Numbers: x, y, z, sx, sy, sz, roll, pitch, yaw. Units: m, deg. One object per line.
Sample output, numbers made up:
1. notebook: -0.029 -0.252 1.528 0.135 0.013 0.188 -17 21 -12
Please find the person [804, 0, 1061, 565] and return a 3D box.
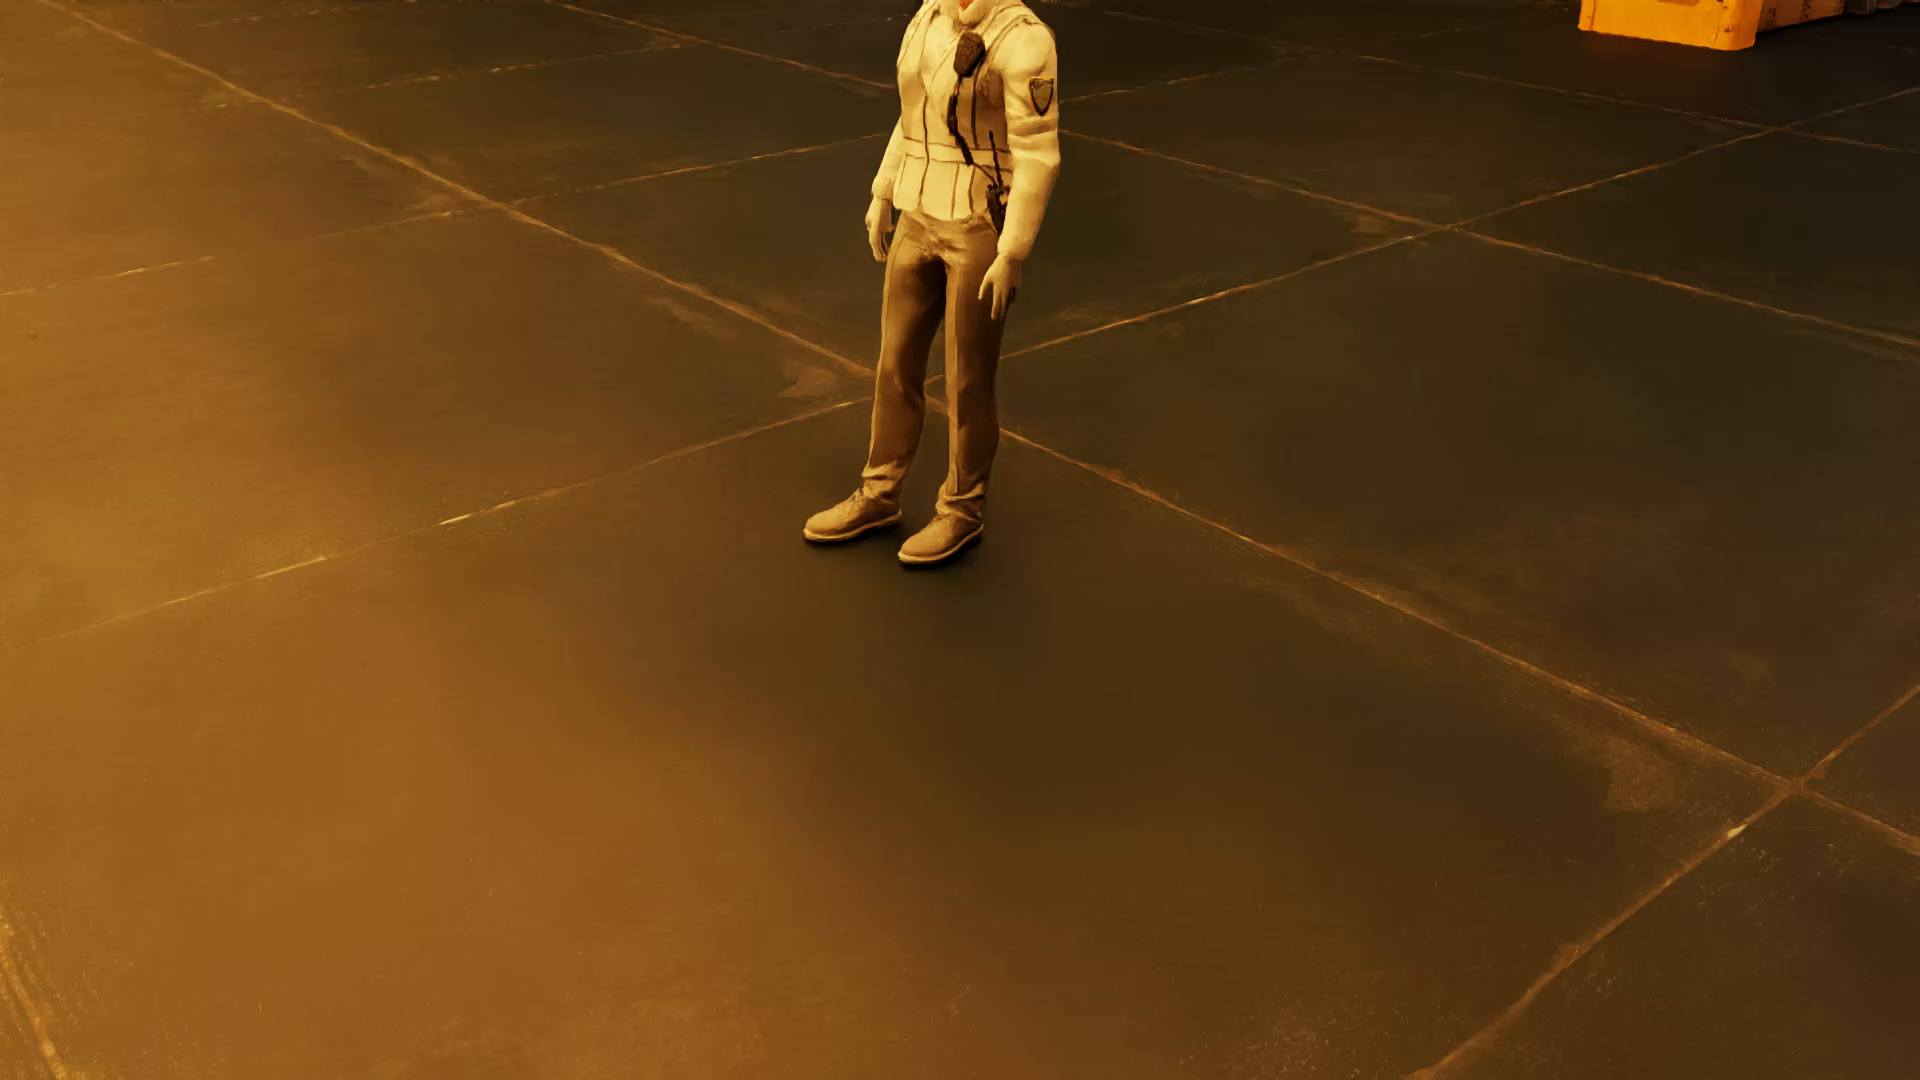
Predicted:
1. person: -0.056 -0.749 4.087 0.532 1.695 0.586 -20 33 -35
